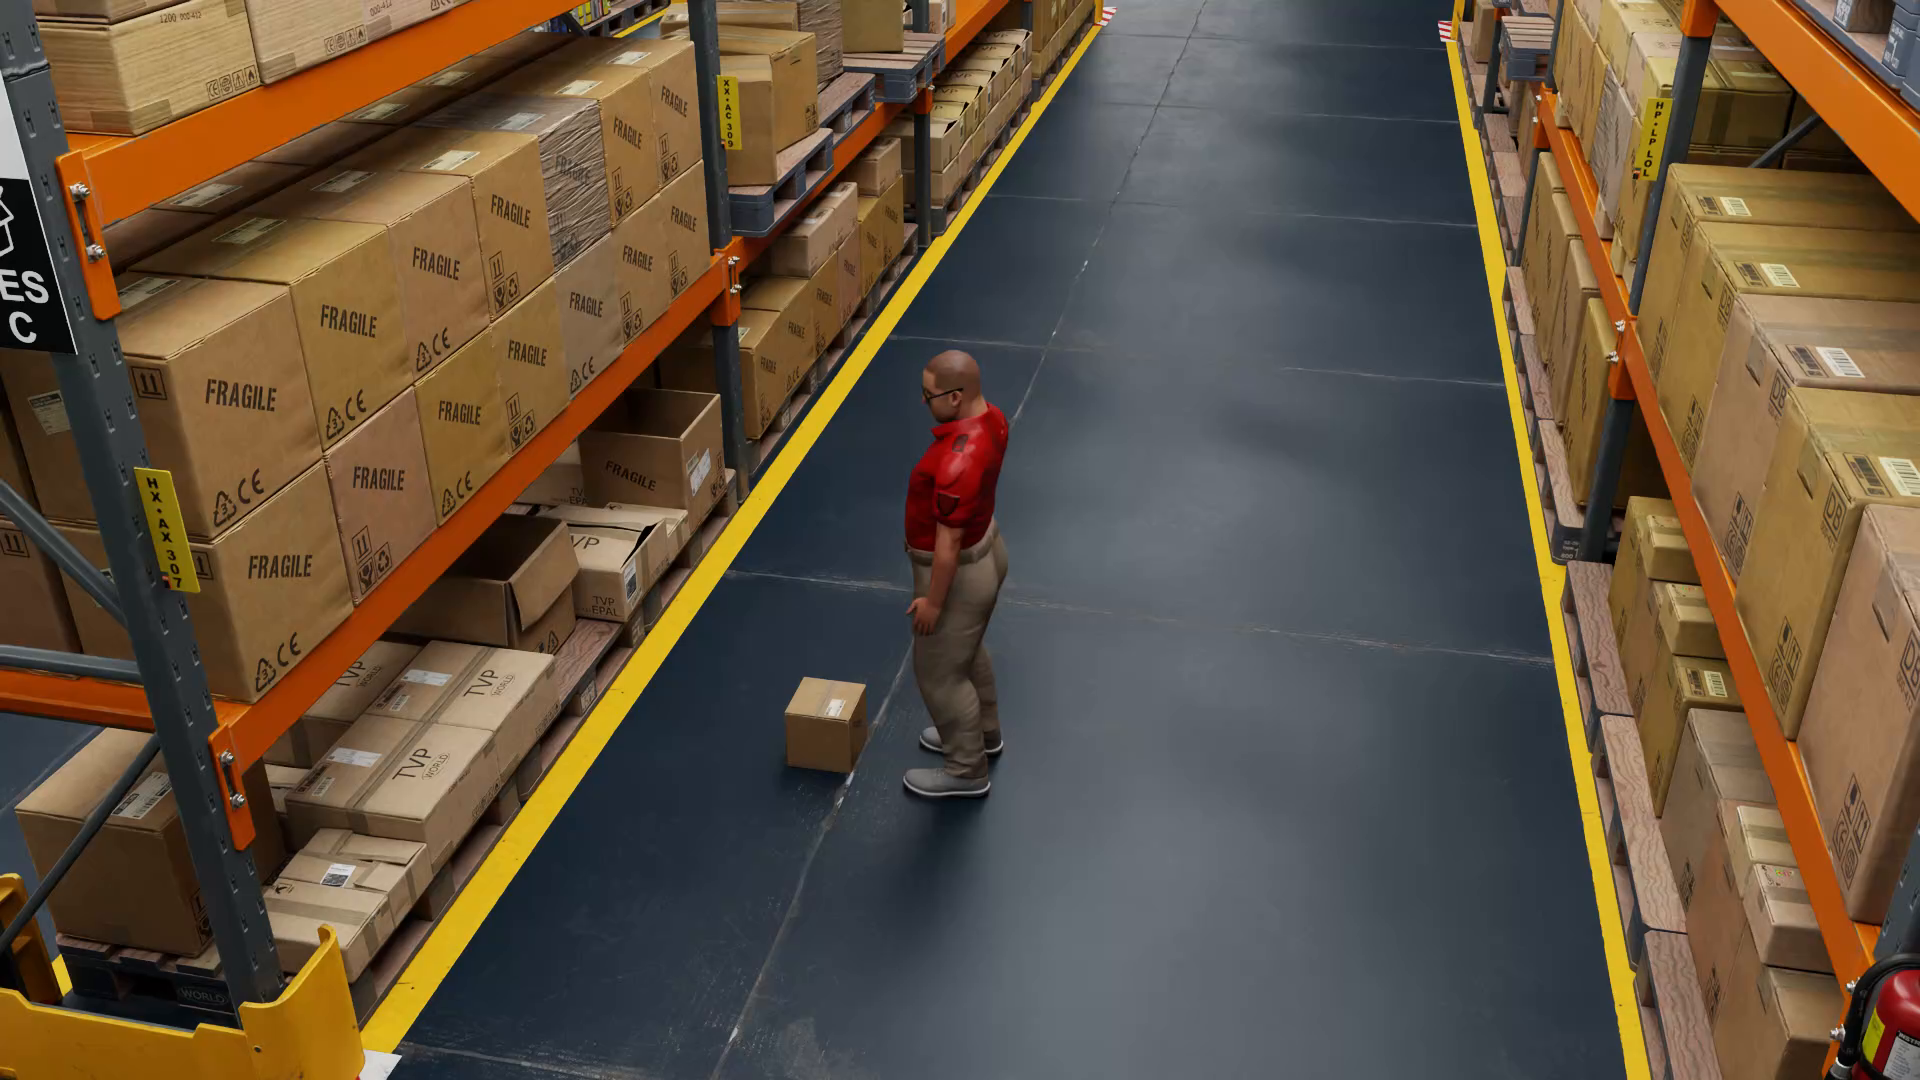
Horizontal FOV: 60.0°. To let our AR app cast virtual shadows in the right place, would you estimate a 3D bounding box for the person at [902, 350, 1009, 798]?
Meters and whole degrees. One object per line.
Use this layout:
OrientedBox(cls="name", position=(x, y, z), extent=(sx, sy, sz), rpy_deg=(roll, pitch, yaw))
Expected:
OrientedBox(cls="person", position=(-0.029, 0.129, 5.919), extent=(0.359, 1.721, 0.530), rpy_deg=(6, 29, 12))
